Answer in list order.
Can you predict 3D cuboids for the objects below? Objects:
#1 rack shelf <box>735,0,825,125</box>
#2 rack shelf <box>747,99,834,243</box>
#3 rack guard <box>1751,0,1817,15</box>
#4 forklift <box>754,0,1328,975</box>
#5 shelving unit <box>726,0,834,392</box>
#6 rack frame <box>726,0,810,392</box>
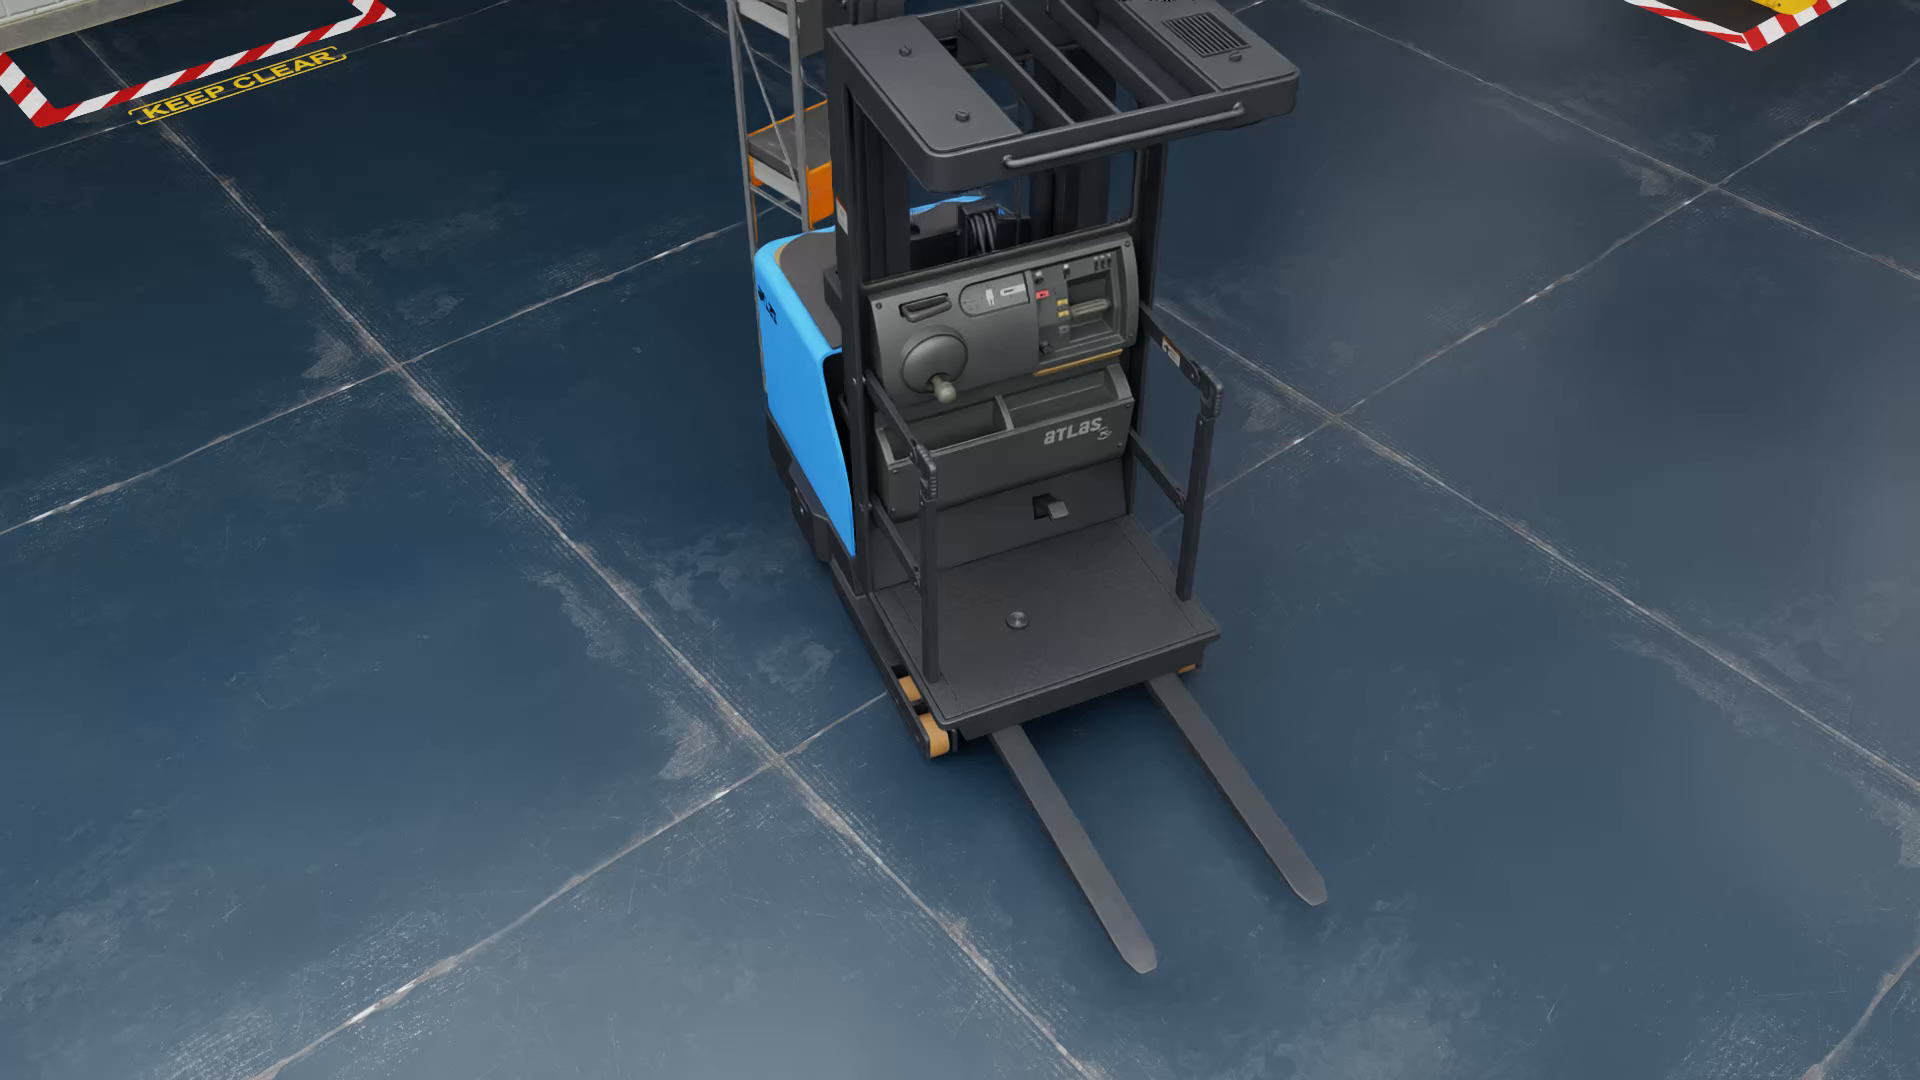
[{"bbox_3d":[-0.554,-1.963,6.302,0.480,0.518,0.431,-33,52,-31],"label":"rack shelf"},{"bbox_3d":[-0.557,-1.451,6.779,0.480,0.518,0.431,-33,52,-31],"label":"rack shelf"},{"bbox_3d":[4.832,-3.758,10.387,0.348,0.500,1.175,-30,51,-28],"label":"rack guard"},{"bbox_3d":[0.245,-0.633,5.283,1.130,2.935,3.031,-17,46,-17],"label":"forklift"},{"bbox_3d":[-0.557,-1.461,6.770,0.503,2.100,0.431,-33,52,-31],"label":"shelving unit"},{"bbox_3d":[-0.733,-1.346,6.645,0.015,2.100,0.400,-33,52,-31],"label":"rack frame"}]
